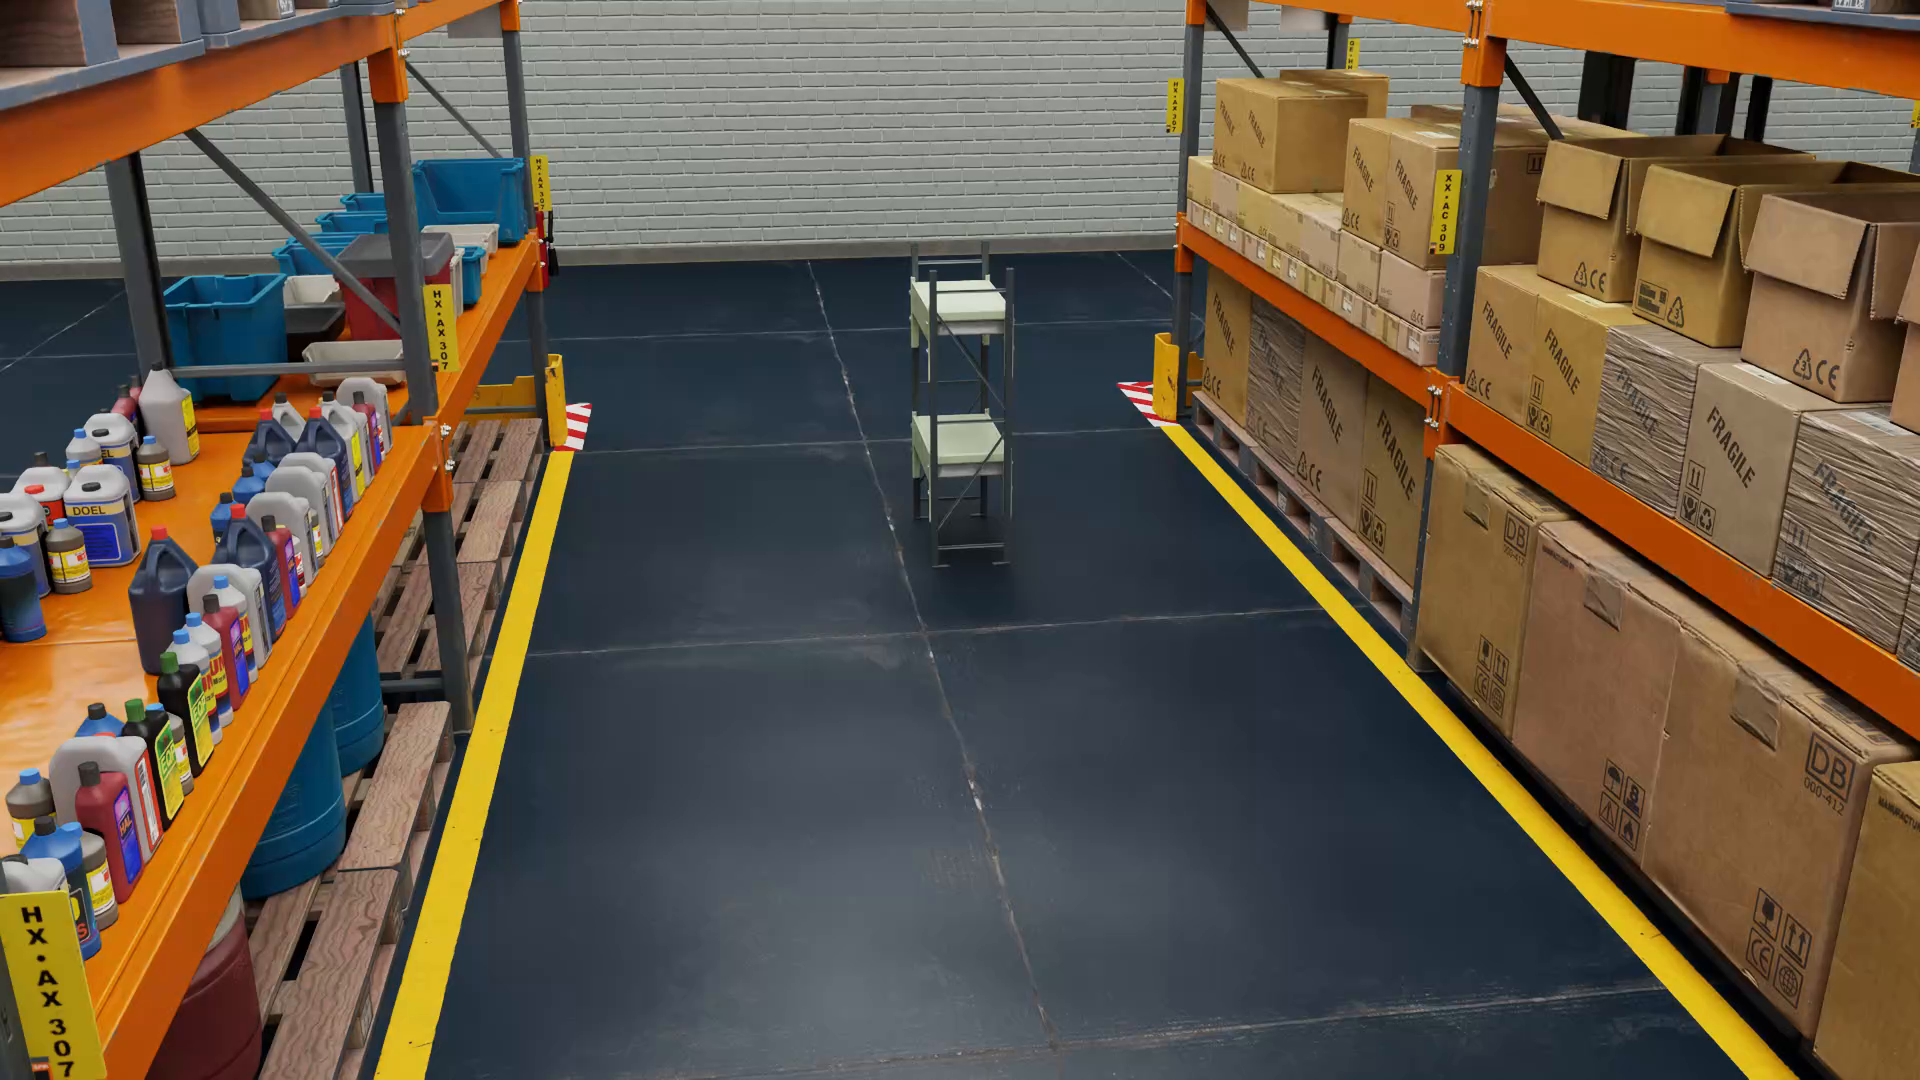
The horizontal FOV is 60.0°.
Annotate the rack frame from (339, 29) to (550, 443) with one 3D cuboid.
[{"bbox_3d":[-3.027,-2.005,9.798,1.000,3.000,0.127,-3,21,-8],"label":"rack frame"}]

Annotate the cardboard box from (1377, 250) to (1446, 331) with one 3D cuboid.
[{"bbox_3d":[2.127,-1.079,7.107,0.500,0.250,0.500,-3,21,-9],"label":"cardboard box"}]

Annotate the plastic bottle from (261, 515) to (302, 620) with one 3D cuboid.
[{"bbox_3d":[-1.817,0.060,4.435,0.061,0.283,0.133,-3,21,-8],"label":"plastic bottle"}]

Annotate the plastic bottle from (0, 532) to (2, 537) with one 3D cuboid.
[{"bbox_3d":[-2.604,0.062,4.448,0.097,0.271,0.097,0,20,0],"label":"plastic bottle"}]

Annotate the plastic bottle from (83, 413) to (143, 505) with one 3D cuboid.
[{"bbox_3d":[-2.708,-0.256,5.292,0.152,0.276,0.135,-3,21,-8],"label":"plastic bottle"}]

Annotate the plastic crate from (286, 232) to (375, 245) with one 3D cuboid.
[{"bbox_3d":[-3.127,-1.397,8.323,0.416,0.233,0.300,-3,21,-8],"label":"plastic crate"}]

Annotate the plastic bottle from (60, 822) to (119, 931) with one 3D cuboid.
[{"bbox_3d":[-1.620,0.616,3.063,0.097,0.201,0.097,0,20,0],"label":"plastic bottle"}]

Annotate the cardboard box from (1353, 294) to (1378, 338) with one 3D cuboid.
[{"bbox_3d":[2.008,-1.020,7.518,0.380,0.149,0.250,-3,21,-9],"label":"cardboard box"}]

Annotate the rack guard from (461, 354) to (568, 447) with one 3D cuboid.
[{"bbox_3d":[-3.043,-0.842,10.256,1.175,0.500,0.348,-3,21,-8],"label":"rack guard"}]

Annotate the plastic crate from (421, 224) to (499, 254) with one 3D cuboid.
[{"bbox_3d":[-2.730,-1.637,9.102,0.396,0.136,0.243,-3,21,-8],"label":"plastic crate"}]

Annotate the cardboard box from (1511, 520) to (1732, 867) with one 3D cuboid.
[{"bbox_3d":[2.692,0.458,5.638,1.225,0.875,0.875,-4,21,-10],"label":"cardboard box"}]

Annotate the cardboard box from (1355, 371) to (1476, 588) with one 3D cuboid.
[{"bbox_3d":[2.435,-0.304,7.680,0.875,0.875,0.875,-3,21,-8],"label":"cardboard box"}]

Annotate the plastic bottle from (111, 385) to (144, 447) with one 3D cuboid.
[{"bbox_3d":[-2.801,-0.371,5.589,0.061,0.283,0.133,-3,21,-8],"label":"plastic bottle"}]

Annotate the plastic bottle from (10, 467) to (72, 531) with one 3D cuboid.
[{"bbox_3d":[-2.627,-0.062,4.773,0.152,0.276,0.135,-3,21,-8],"label":"plastic bottle"}]

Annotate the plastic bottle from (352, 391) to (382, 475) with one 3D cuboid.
[{"bbox_3d":[-1.995,-0.368,5.581,0.061,0.283,0.133,-3,21,-8],"label":"plastic bottle"}]

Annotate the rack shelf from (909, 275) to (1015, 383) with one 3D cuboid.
[{"bbox_3d":[0.001,-1.066,8.311,0.431,0.370,0.720,-3,21,-8],"label":"rack shelf"}]

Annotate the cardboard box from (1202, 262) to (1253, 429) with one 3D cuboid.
[{"bbox_3d":[2.046,-1.239,10.183,0.875,0.875,0.875,-3,21,-8],"label":"cardboard box"}]

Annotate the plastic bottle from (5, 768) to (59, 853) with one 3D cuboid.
[{"bbox_3d":[-1.804,0.544,3.256,0.097,0.201,0.097,0,20,0],"label":"plastic bottle"}]

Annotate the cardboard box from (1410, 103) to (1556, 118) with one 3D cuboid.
[{"bbox_3d":[2.492,-1.820,8.020,0.500,0.500,0.500,-4,21,-9],"label":"cardboard box"}]

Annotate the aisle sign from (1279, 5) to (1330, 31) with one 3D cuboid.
[{"bbox_3d":[2.161,-3.513,10.119,0.394,0.787,0.004,-3,21,-8],"label":"aisle sign"}]

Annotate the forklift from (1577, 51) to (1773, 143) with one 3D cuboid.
[{"bbox_3d":[4.365,-2.012,9.915,1.130,2.935,3.031,-3,21,-9],"label":"forklift"}]

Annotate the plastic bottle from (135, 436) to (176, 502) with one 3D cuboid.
[{"bbox_3d":[-2.587,-0.234,5.339,0.097,0.201,0.097,0,20,0],"label":"plastic bottle"}]

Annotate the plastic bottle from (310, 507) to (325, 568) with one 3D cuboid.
[{"bbox_3d":[-1.885,-0.021,4.769,0.097,0.201,0.097,0,20,0],"label":"plastic bottle"}]

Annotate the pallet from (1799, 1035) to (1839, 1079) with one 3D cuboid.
[{"bbox_3d":[2.988,1.544,4.280,1.003,0.211,1.213,-3,21,-8],"label":"pallet"}]

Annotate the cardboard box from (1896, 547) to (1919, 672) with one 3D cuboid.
[{"bbox_3d":[2.645,0.137,3.920,0.500,0.500,0.500,-3,21,-8],"label":"cardboard box"}]

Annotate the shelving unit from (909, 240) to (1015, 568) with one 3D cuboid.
[{"bbox_3d":[0.001,-0.700,8.448,0.431,1.500,0.755,-3,21,-8],"label":"shelving unit"}]

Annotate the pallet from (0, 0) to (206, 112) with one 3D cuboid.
[{"bbox_3d":[-1.887,-0.822,2.613,1.003,0.211,1.213,-3,21,-8],"label":"pallet"}]

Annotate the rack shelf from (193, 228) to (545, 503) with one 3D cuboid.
[{"bbox_3d":[-2.739,-0.976,8.070,1.077,0.370,4.000,-3,21,-8],"label":"rack shelf"}]

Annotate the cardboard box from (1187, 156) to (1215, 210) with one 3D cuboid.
[{"bbox_3d":[1.676,-2.144,9.960,0.500,0.250,0.500,-3,21,-9],"label":"cardboard box"}]

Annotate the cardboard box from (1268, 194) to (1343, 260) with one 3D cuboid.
[{"bbox_3d":[1.907,-1.610,8.530,0.500,0.250,0.500,-3,21,-9],"label":"cardboard box"}]

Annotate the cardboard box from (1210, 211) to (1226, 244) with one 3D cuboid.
[{"bbox_3d":[1.674,-1.821,9.662,0.380,0.149,0.250,-3,21,-9],"label":"cardboard box"}]

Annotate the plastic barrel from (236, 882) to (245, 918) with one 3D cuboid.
[{"bbox_3d":[-2.294,0.983,4.753,0.421,0.512,0.421,0,20,0],"label":"plastic barrel"}]

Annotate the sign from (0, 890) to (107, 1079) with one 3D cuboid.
[{"bbox_3d":[-1.330,0.658,2.434,0.100,0.325,0.005,-3,21,-8],"label":"sign"}]

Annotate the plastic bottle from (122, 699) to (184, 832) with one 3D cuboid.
[{"bbox_3d":[-1.657,0.444,3.407,0.061,0.283,0.133,-3,21,-8],"label":"plastic bottle"}]

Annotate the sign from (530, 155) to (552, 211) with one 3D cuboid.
[{"bbox_3d":[-2.485,-2.115,9.859,0.100,0.325,0.005,-3,21,-8],"label":"sign"}]

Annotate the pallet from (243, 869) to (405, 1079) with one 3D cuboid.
[{"bbox_3d":[-2.201,1.378,4.724,1.003,0.211,1.213,-3,21,-8],"label":"pallet"}]

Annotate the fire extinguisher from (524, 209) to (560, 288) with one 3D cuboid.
[{"bbox_3d":[-2.599,-1.870,10.078,0.296,0.674,0.183,-3,21,-8],"label":"fire extinguisher"}]

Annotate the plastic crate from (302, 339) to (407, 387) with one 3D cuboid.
[{"bbox_3d":[-2.376,-0.693,6.577,0.396,0.136,0.243,-3,21,-8],"label":"plastic crate"}]

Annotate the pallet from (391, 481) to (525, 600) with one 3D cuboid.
[{"bbox_3d":[-2.774,0.010,8.388,1.003,0.211,1.213,-3,21,-8],"label":"pallet"}]

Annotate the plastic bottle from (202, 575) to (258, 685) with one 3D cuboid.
[{"bbox_3d":[-1.772,0.217,4.031,0.097,0.271,0.097,0,20,0],"label":"plastic bottle"}]

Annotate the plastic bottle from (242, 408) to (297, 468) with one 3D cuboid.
[{"bbox_3d":[-2.110,-0.224,5.100,0.144,0.351,0.185,-3,21,-8],"label":"plastic bottle"}]

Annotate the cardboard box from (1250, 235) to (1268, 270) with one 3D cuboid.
[{"bbox_3d":[1.787,-1.553,8.946,0.380,0.149,0.250,-3,21,-8],"label":"cardboard box"}]

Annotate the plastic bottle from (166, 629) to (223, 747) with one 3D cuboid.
[{"bbox_3d":[-1.725,0.331,3.727,0.097,0.271,0.097,0,20,0],"label":"plastic bottle"}]

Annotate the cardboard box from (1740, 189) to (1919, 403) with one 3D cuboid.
[{"bbox_3d":[2.744,-0.714,4.763,0.797,0.503,0.637,-2,21,-6],"label":"cardboard box"}]

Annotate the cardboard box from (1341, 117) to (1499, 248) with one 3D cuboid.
[{"bbox_3d":[2.052,-1.610,7.457,0.500,0.500,0.500,-3,21,-7],"label":"cardboard box"}]

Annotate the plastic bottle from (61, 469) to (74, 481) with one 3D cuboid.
[{"bbox_3d":[-2.690,-0.112,5.014,0.097,0.201,0.097,0,20,0],"label":"plastic bottle"}]

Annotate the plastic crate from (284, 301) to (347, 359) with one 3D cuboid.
[{"bbox_3d":[-2.878,-0.894,7.129,0.437,0.125,0.590,-3,21,-8],"label":"plastic crate"}]

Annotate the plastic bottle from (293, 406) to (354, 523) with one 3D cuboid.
[{"bbox_3d":[-1.968,-0.232,5.120,0.144,0.351,0.185,-3,21,-8],"label":"plastic bottle"}]

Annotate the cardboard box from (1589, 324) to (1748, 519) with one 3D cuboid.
[{"bbox_3d":[2.415,-0.398,5.351,0.500,0.500,0.500,-3,21,-9],"label":"cardboard box"}]

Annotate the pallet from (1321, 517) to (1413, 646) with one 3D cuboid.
[{"bbox_3d":[2.419,0.169,7.962,1.003,0.211,1.213,-3,21,-8],"label":"pallet"}]

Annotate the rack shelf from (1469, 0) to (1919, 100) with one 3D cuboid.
[{"bbox_3d":[2.739,-1.246,4.506,1.077,0.370,4.000,-3,21,-8],"label":"rack shelf"}]

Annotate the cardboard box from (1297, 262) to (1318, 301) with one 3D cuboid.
[{"bbox_3d":[1.897,-1.287,8.233,0.380,0.149,0.250,-3,21,-9],"label":"cardboard box"}]

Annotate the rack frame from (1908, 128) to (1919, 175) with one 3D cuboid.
[{"bbox_3d":[6.797,-2.470,11.043,1.000,3.000,0.127,-3,21,-8],"label":"rack frame"}]

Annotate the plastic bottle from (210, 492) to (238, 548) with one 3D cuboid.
[{"bbox_3d":[-2.016,0.001,4.611,0.097,0.271,0.097,0,20,0],"label":"plastic bottle"}]

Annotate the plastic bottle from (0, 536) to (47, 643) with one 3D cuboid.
[{"bbox_3d":[-2.433,0.122,4.287,0.097,0.271,0.097,0,20,0],"label":"plastic bottle"}]

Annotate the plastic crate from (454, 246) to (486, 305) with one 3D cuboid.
[{"bbox_3d":[-2.477,-1.257,7.948,0.416,0.233,0.300,-3,21,-8],"label":"plastic crate"}]
